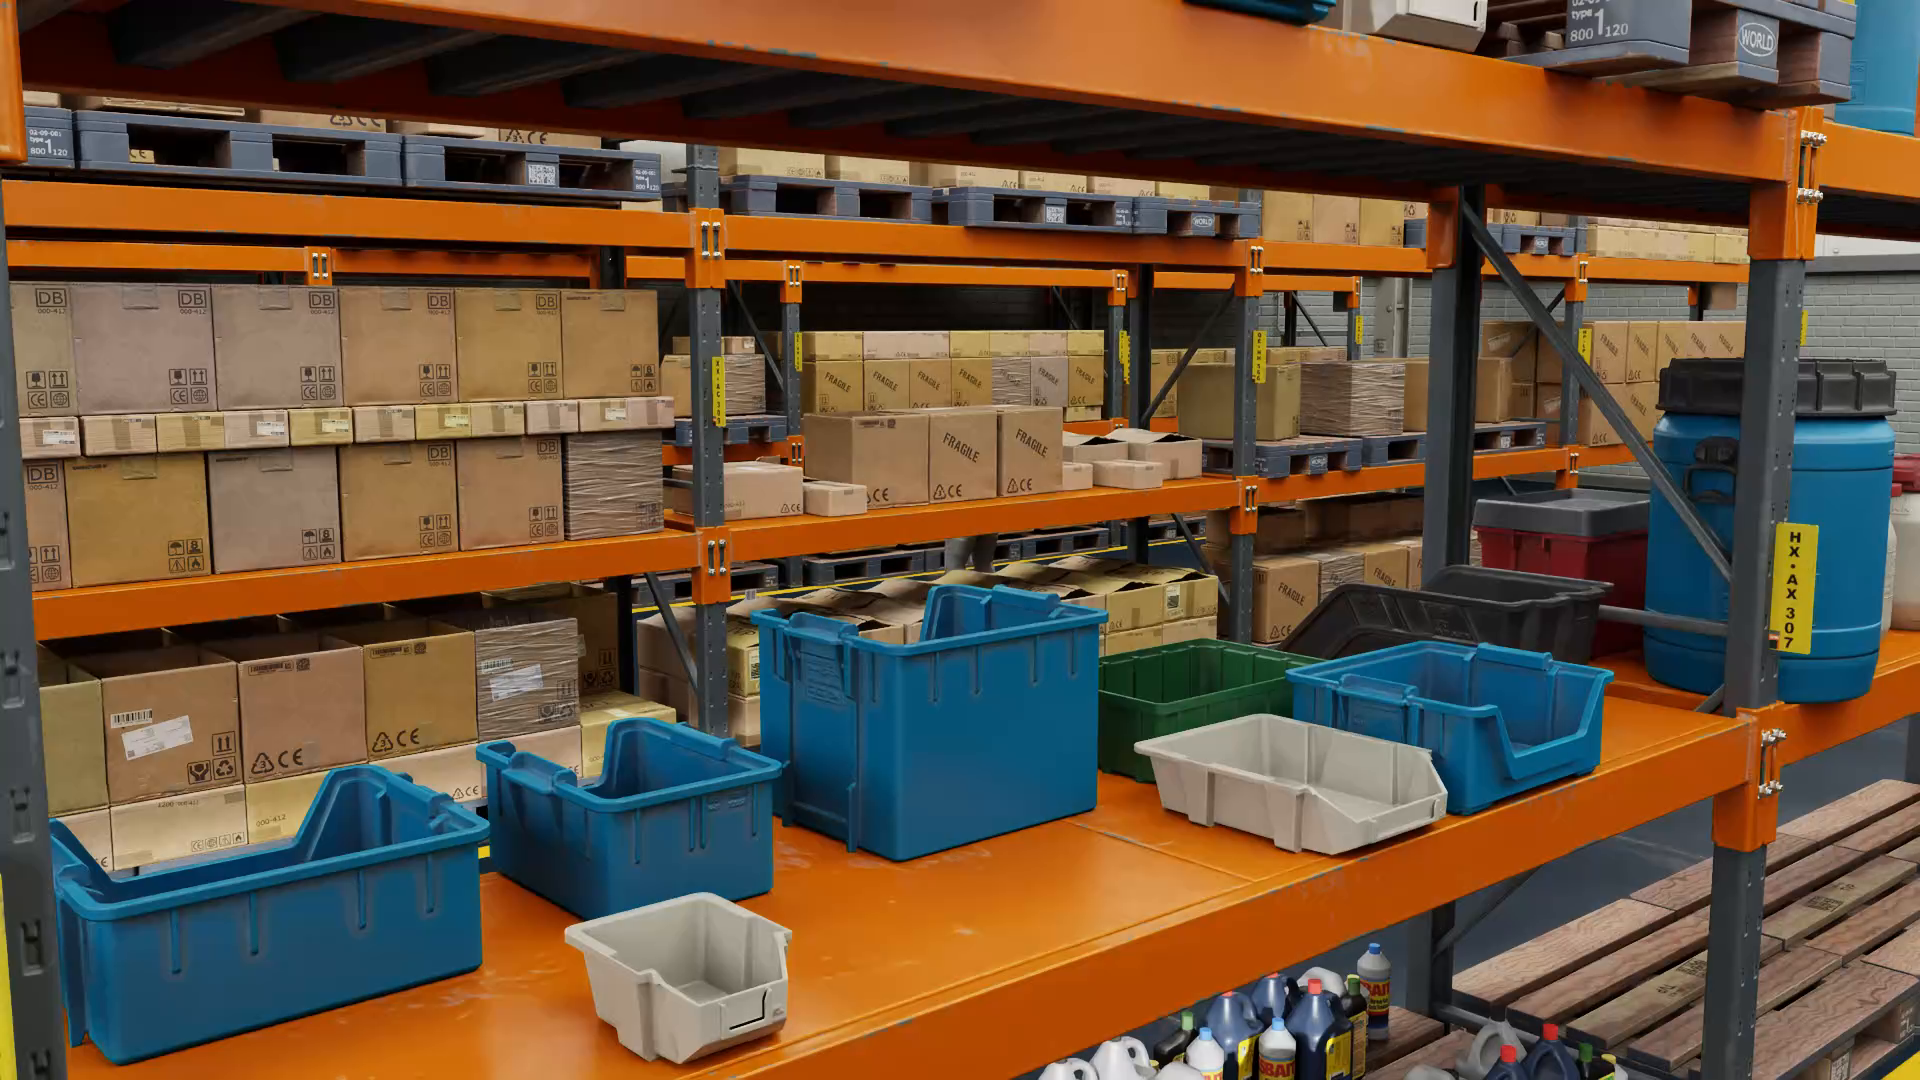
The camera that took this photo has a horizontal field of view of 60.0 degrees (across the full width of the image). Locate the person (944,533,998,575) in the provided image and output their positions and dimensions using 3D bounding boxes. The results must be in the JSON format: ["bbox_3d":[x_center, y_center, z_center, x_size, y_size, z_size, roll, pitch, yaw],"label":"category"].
[{"bbox_3d":[0.073,-0.165,12.518,0.561,1.665,0.471,-7,11,-44],"label":"person"}]
